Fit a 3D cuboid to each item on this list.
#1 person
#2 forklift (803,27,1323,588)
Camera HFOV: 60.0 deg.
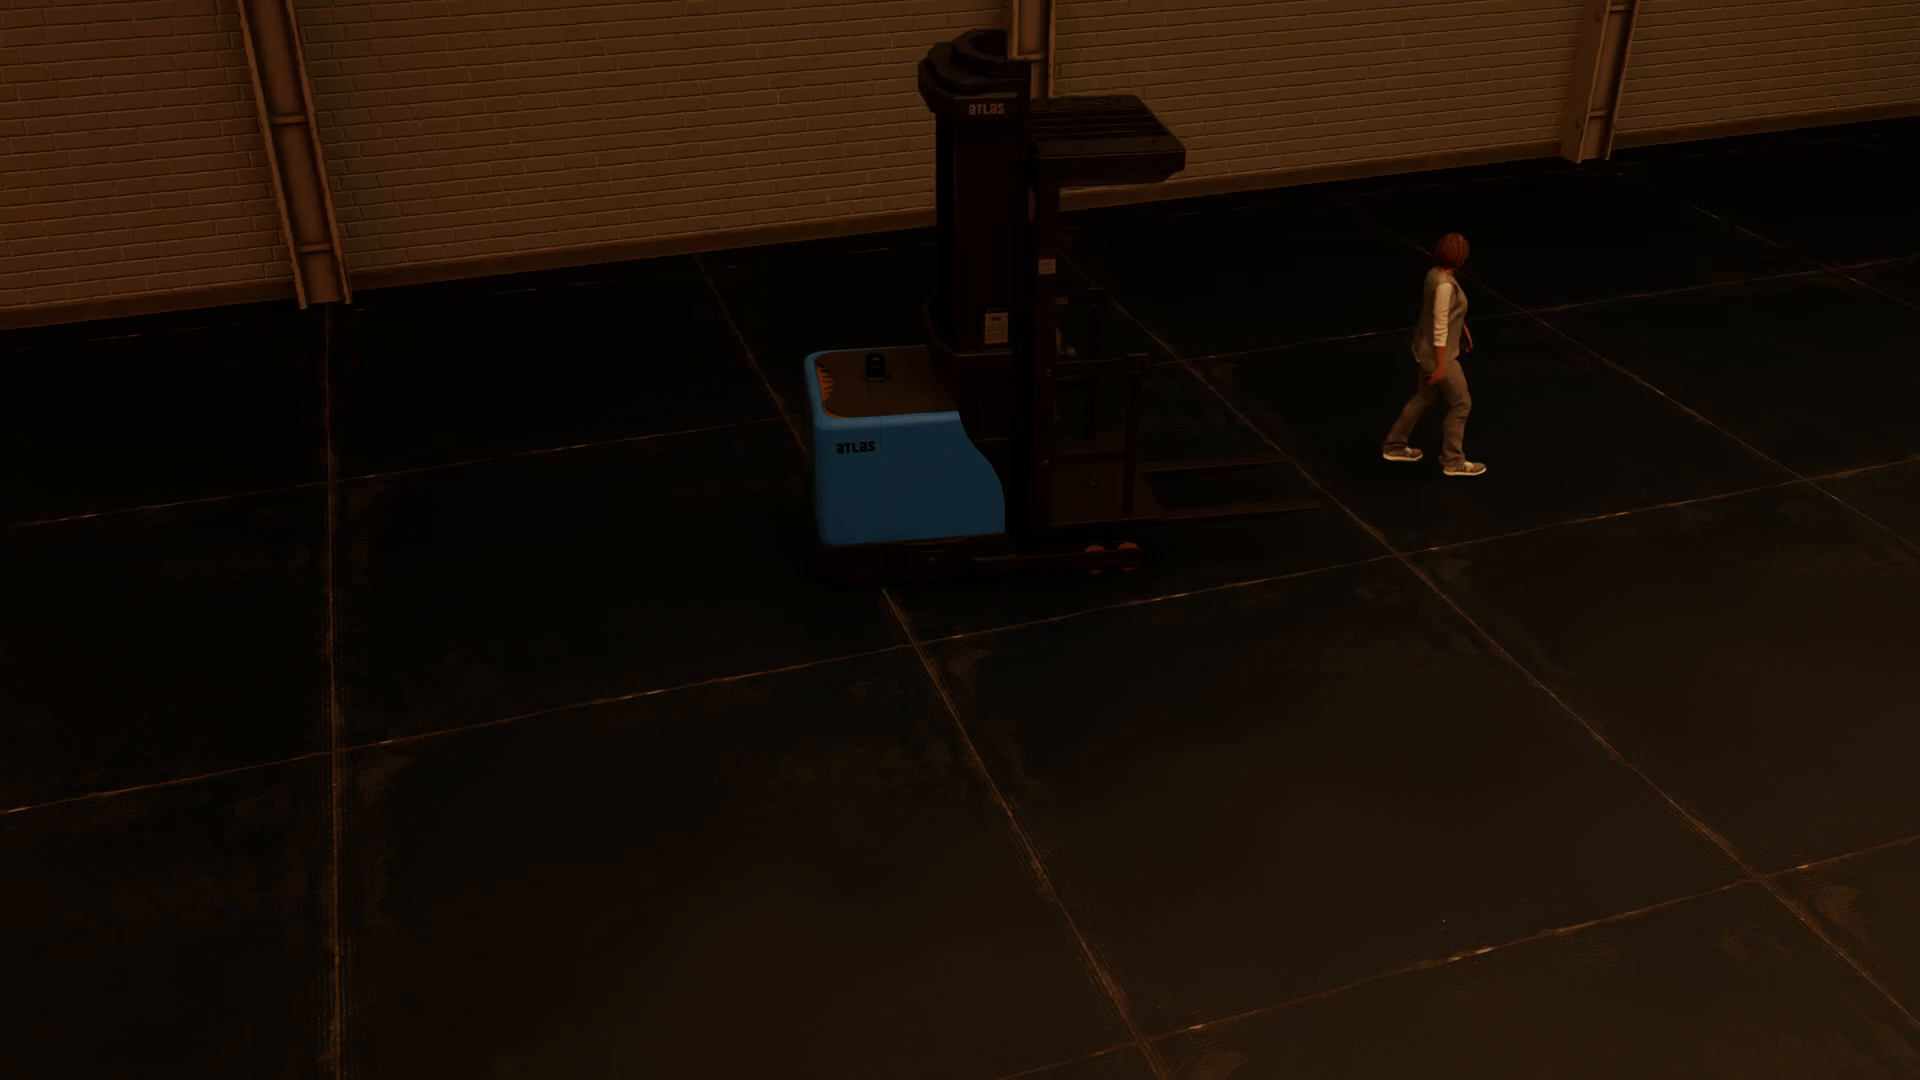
[{"bbox_3d":[3.079,-1.170,10.501,0.637,1.563,0.535,1,30,2],"label":"person"},{"bbox_3d":[0.624,-1.329,9.396,3.031,2.935,1.130,-4,30,-8],"label":"forklift"}]
